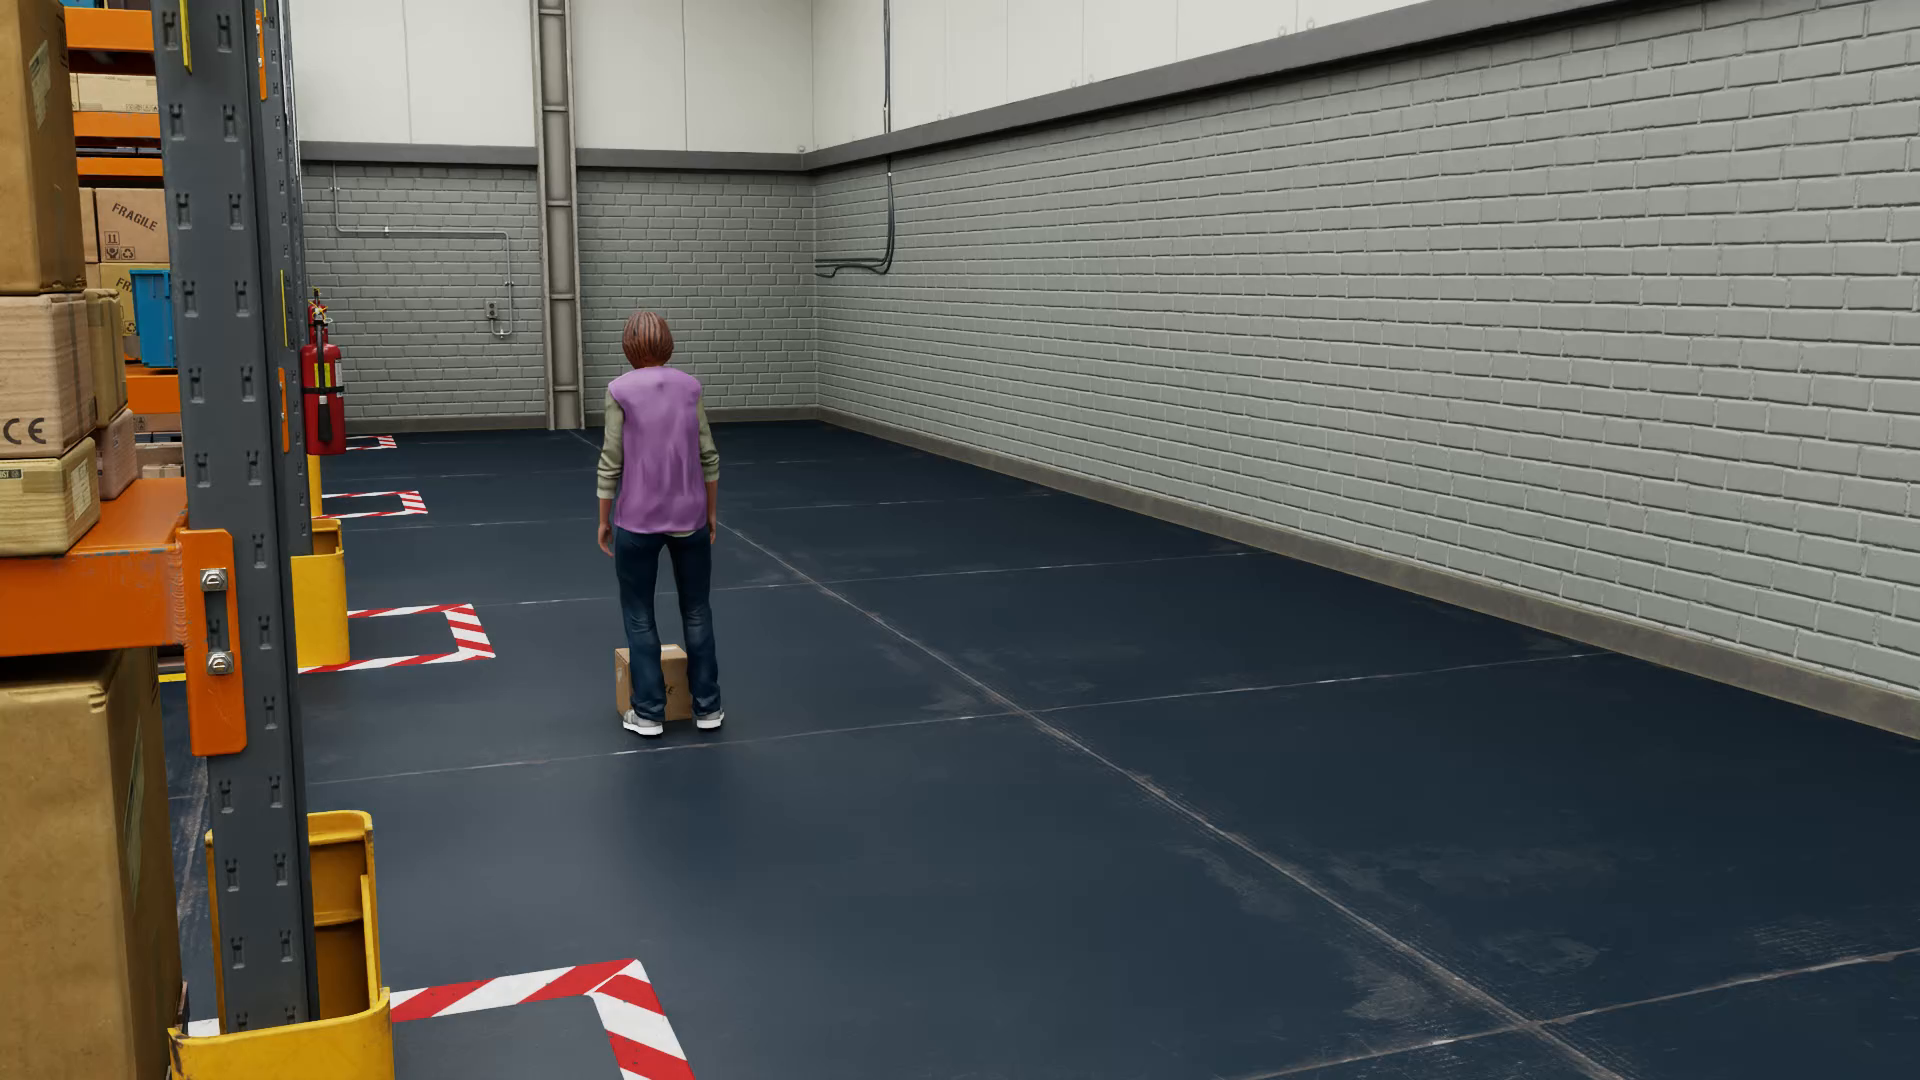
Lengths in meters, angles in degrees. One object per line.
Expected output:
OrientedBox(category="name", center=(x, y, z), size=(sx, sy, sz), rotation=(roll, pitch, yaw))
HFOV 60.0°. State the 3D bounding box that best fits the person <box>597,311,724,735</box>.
OrientedBox(category="person", center=(-1.123, -0.058, 6.262), size=(0.485, 1.594, 0.341), rotation=(-4, 10, -24))
